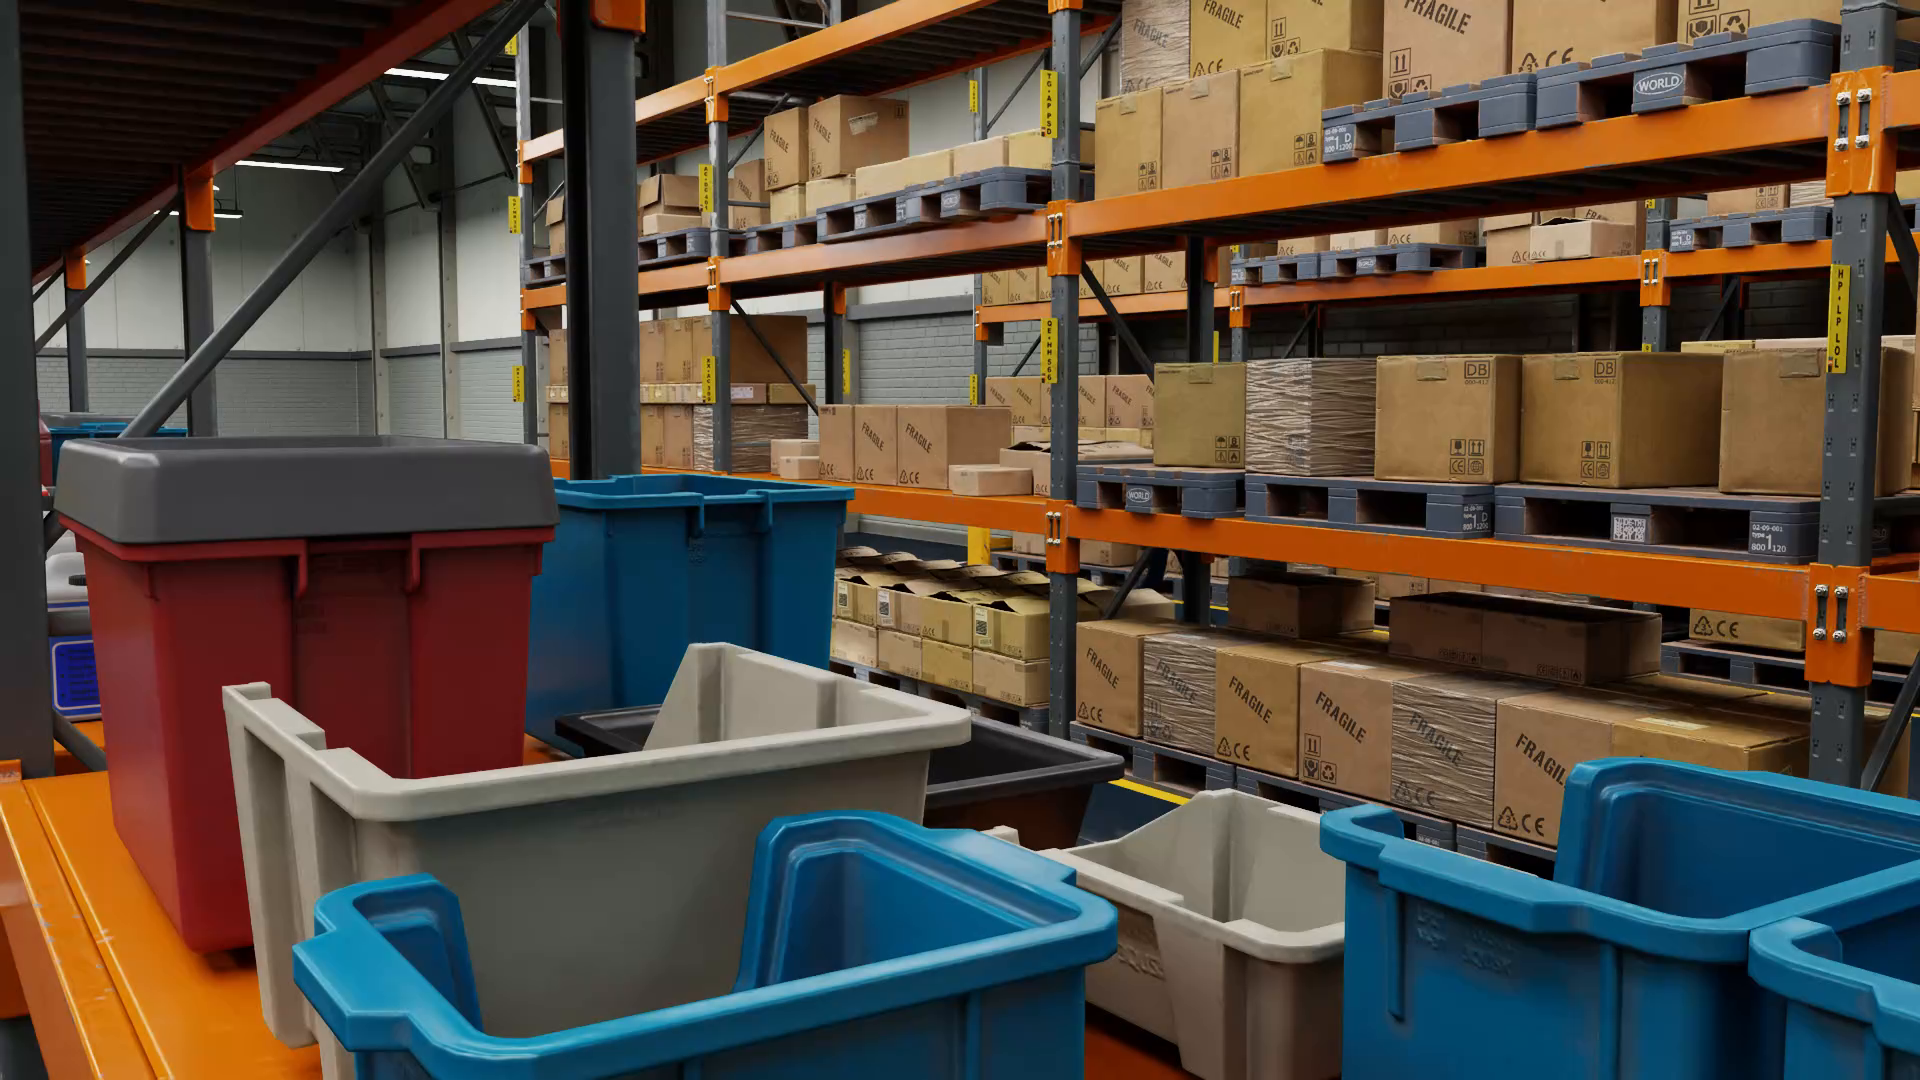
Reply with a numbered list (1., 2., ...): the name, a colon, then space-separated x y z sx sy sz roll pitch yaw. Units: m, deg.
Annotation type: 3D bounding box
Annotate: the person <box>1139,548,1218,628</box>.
1. person: 1.641 -0.037 12.603 0.442 1.537 0.934 -4 6 -37
